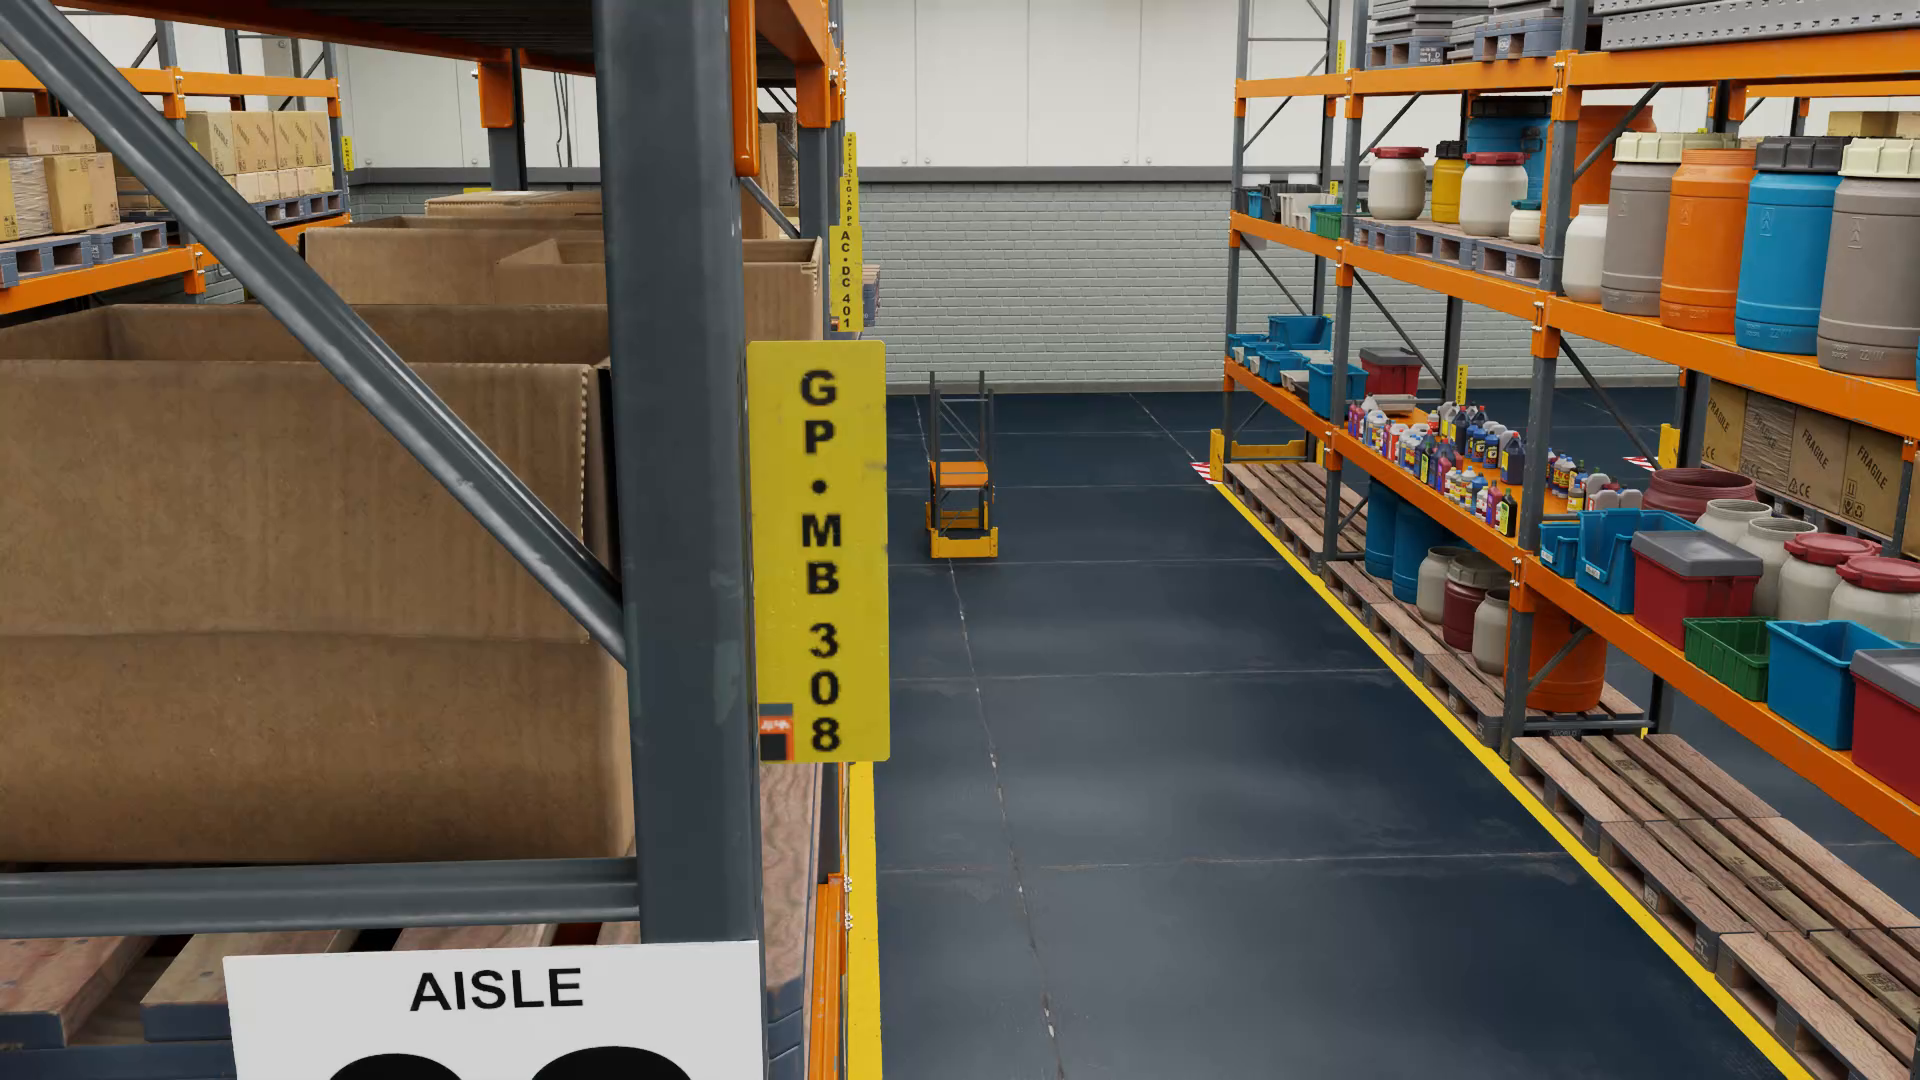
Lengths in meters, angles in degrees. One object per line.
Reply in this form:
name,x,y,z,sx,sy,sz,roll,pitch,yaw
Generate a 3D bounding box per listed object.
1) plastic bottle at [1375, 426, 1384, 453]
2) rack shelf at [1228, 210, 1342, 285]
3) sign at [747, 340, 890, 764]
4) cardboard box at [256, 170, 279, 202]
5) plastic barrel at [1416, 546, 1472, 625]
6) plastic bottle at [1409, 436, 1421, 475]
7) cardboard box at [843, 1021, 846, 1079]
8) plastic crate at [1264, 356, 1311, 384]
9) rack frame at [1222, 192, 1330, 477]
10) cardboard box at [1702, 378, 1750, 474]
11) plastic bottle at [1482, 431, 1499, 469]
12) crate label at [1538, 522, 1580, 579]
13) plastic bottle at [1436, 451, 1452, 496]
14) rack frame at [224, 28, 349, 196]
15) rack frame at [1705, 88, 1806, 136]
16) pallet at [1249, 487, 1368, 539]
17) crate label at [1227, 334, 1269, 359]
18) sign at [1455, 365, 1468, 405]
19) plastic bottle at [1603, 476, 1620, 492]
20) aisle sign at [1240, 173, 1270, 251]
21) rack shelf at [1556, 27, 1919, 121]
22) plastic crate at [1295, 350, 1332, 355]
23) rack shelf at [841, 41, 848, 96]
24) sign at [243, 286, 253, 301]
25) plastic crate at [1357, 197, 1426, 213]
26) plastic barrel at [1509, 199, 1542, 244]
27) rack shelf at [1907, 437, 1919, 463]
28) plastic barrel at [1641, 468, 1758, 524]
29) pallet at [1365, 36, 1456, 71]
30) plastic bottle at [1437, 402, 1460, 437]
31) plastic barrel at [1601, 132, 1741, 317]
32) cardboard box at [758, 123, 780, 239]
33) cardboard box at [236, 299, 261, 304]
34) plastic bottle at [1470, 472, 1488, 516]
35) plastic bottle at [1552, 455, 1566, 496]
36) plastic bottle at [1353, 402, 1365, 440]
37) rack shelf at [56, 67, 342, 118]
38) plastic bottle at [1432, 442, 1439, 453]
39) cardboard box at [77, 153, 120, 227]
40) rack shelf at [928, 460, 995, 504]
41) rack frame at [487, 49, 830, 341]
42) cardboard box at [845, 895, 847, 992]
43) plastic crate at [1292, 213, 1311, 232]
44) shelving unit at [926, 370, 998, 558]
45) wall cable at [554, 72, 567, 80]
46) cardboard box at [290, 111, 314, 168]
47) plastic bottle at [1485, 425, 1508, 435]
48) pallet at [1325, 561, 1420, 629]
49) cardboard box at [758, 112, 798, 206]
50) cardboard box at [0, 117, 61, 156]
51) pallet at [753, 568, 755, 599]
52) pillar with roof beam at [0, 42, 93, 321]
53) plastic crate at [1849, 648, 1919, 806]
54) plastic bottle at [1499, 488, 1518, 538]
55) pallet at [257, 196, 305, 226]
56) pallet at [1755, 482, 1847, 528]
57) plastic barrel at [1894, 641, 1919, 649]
plastic bottle,3.199,-0.763,12.596,0.097,0.201,0.097,0,14,0
rack shelf,3.418,-2.727,15.252,1.077,0.370,4.000,-1,14,-3
sign,-0.104,0.013,1.245,0.100,0.325,0.005,-1,14,-3
cardboard box,-6.182,-3.034,14.261,0.500,0.250,0.500,-1,14,-5
plastic barrel,3.548,0.330,12.098,0.421,0.512,0.421,0,14,0
plastic bottle,3.248,-0.600,11.822,0.097,0.271,0.097,0,14,0
cardboard box,-0.684,1.964,6.271,0.500,0.250,0.500,-1,14,-5
plastic crate,3.081,-1.599,15.661,0.416,0.233,0.300,-1,14,-3
rack frame,3.294,-2.120,17.469,1.000,3.000,0.127,-1,14,-3
cardboard box,8.357,-1.213,17.365,0.875,0.875,0.875,-1,14,-3
plastic bottle,3.842,-0.656,12.037,0.097,0.271,0.097,0,14,0
crate label,3.442,0.061,9.328,0.303,0.233,0.416,-1,14,-3
plastic bottle,3.268,-0.452,11.221,0.061,0.283,0.133,-1,14,-3
rack frame,-6.594,-4.872,16.127,1.000,3.000,0.127,-1,14,-3
rack frame,8.238,-5.102,17.019,1.000,3.000,0.127,-1,14,-3
pallet,3.379,-0.261,15.841,1.003,0.211,1.213,-1,14,-3
crate label,2.981,-2.001,17.224,0.416,0.233,0.303,-1,14,-3
sign,4.091,-1.267,13.600,0.100,0.325,0.005,-1,14,-3
plastic bottle,4.111,-0.269,10.509,0.061,0.283,0.133,-1,14,-3
aisle sign,2.993,-3.392,17.197,0.394,0.787,0.004,-1,14,-3
rack shelf,3.914,-1.996,7.195,1.077,0.370,4.000,-1,14,-3
plastic crate,3.526,-1.821,16.717,0.396,0.136,0.243,-1,14,-3
rack shelf,-1.526,-4.102,14.585,1.077,0.370,4.000,-1,14,-3
sign,-7.148,-2.417,16.730,0.100,0.325,0.005,-1,14,-3
plastic crate,3.739,-2.828,14.462,0.497,0.269,0.590,-1,14,-3
plastic barrel,3.577,-1.984,10.355,0.301,0.262,0.301,0,14,0
rack shelf,8.609,-0.356,12.056,1.077,0.370,4.000,-1,14,-3
plastic barrel,4.121,-0.085,9.289,0.600,0.536,0.708,-1,14,-3
pallet,3.624,-3.540,12.131,1.003,0.211,1.213,-1,14,-3
plastic bottle,3.889,-0.972,13.257,0.152,0.276,0.135,-1,14,-3
plastic barrel,3.624,-1.618,8.493,0.600,0.901,0.600,0,14,0
cardboard box,-0.964,-1.302,6.223,0.500,0.500,0.500,1,14,2
cardboard box,-6.552,-1.985,16.345,0.980,0.700,0.700,0,14,-1
plastic bottle,3.324,-0.297,10.642,0.097,0.271,0.097,0,14,0
plastic bottle,4.049,-0.440,11.197,0.097,0.271,0.097,0,14,0
plastic bottle,3.147,-0.938,13.108,0.061,0.283,0.133,-1,14,-3
rack shelf,-6.470,-3.833,14.334,1.077,0.370,4.000,-1,14,-3
plastic bottle,3.309,-0.532,11.532,0.061,0.283,0.133,-1,14,-3
cardboard box,-6.401,-2.466,11.710,0.700,0.500,0.500,-2,15,-6
rack shelf,0.005,-0.531,15.025,0.538,0.185,1.000,-1,14,-3
rack frame,-0.906,-1.965,4.829,1.000,3.000,0.127,-1,14,-3
cardboard box,-0.709,1.566,6.695,0.500,0.311,0.500,-1,14,-4
plastic crate,3.083,-2.760,14.468,0.293,0.136,0.466,-1,14,-3
shelving unit,0.005,-0.707,14.989,0.587,1.500,1.083,-1,14,-3
wall cable,-3.887,-7.268,21.536,3.097,2.526,0.112,-1,14,-3
cardboard box,-6.256,-3.659,15.186,0.500,0.500,0.500,0,14,-2
plastic bottle,3.951,-0.722,12.286,0.152,0.276,0.135,-1,14,-3
pallet,3.548,0.418,13.202,1.003,0.211,1.213,-1,14,-3
cardboard box,-1.175,-2.149,9.354,0.500,0.500,0.500,-1,14,-3
cardboard box,-6.373,-2.692,11.083,0.500,0.250,0.500,-1,14,-5
pallet,-0.755,0.045,3.214,1.003,0.211,1.213,-1,14,-3
pillar with roof beam,-2.956,-4.105,13.144,9.100,9.000,0.400,-1,14,-3
plastic crate,3.702,0.718,6.312,0.402,0.464,0.583,-1,14,-3
plastic bottle,3.339,-0.168,10.116,0.061,0.283,0.133,-1,14,-3
pallet,-6.459,-2.888,14.614,1.003,0.211,1.213,-1,14,-3
pallet,8.438,-0.345,16.169,1.003,0.211,1.213,-1,14,-3
plastic barrel,4.109,0.600,7.176,0.301,0.262,0.301,0,14,0
